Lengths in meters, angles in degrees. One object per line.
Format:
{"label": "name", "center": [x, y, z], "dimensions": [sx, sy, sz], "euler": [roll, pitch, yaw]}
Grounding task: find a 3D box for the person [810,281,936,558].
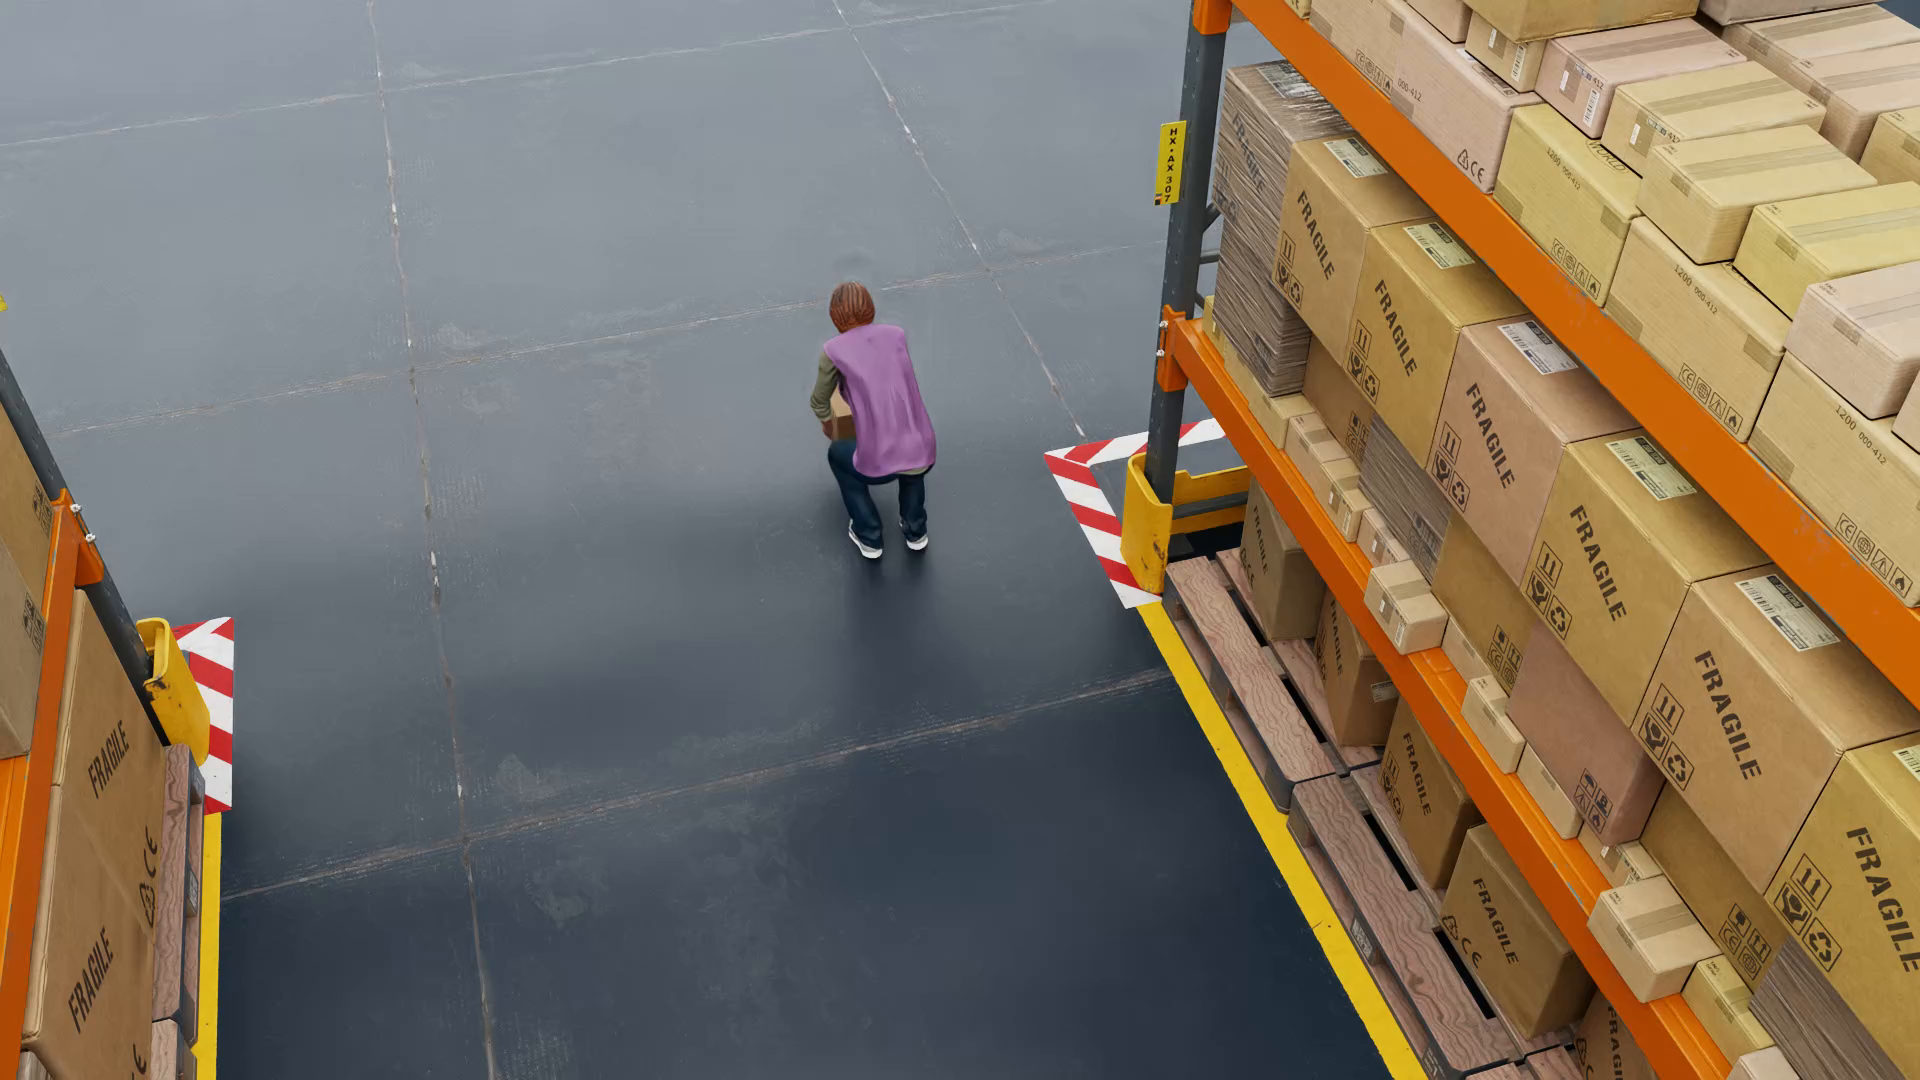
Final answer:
{"label": "person", "center": [-0.364, -0.452, 7.009], "dimensions": [0.463, 1.122, 0.730], "euler": [-12, 44, -13]}
